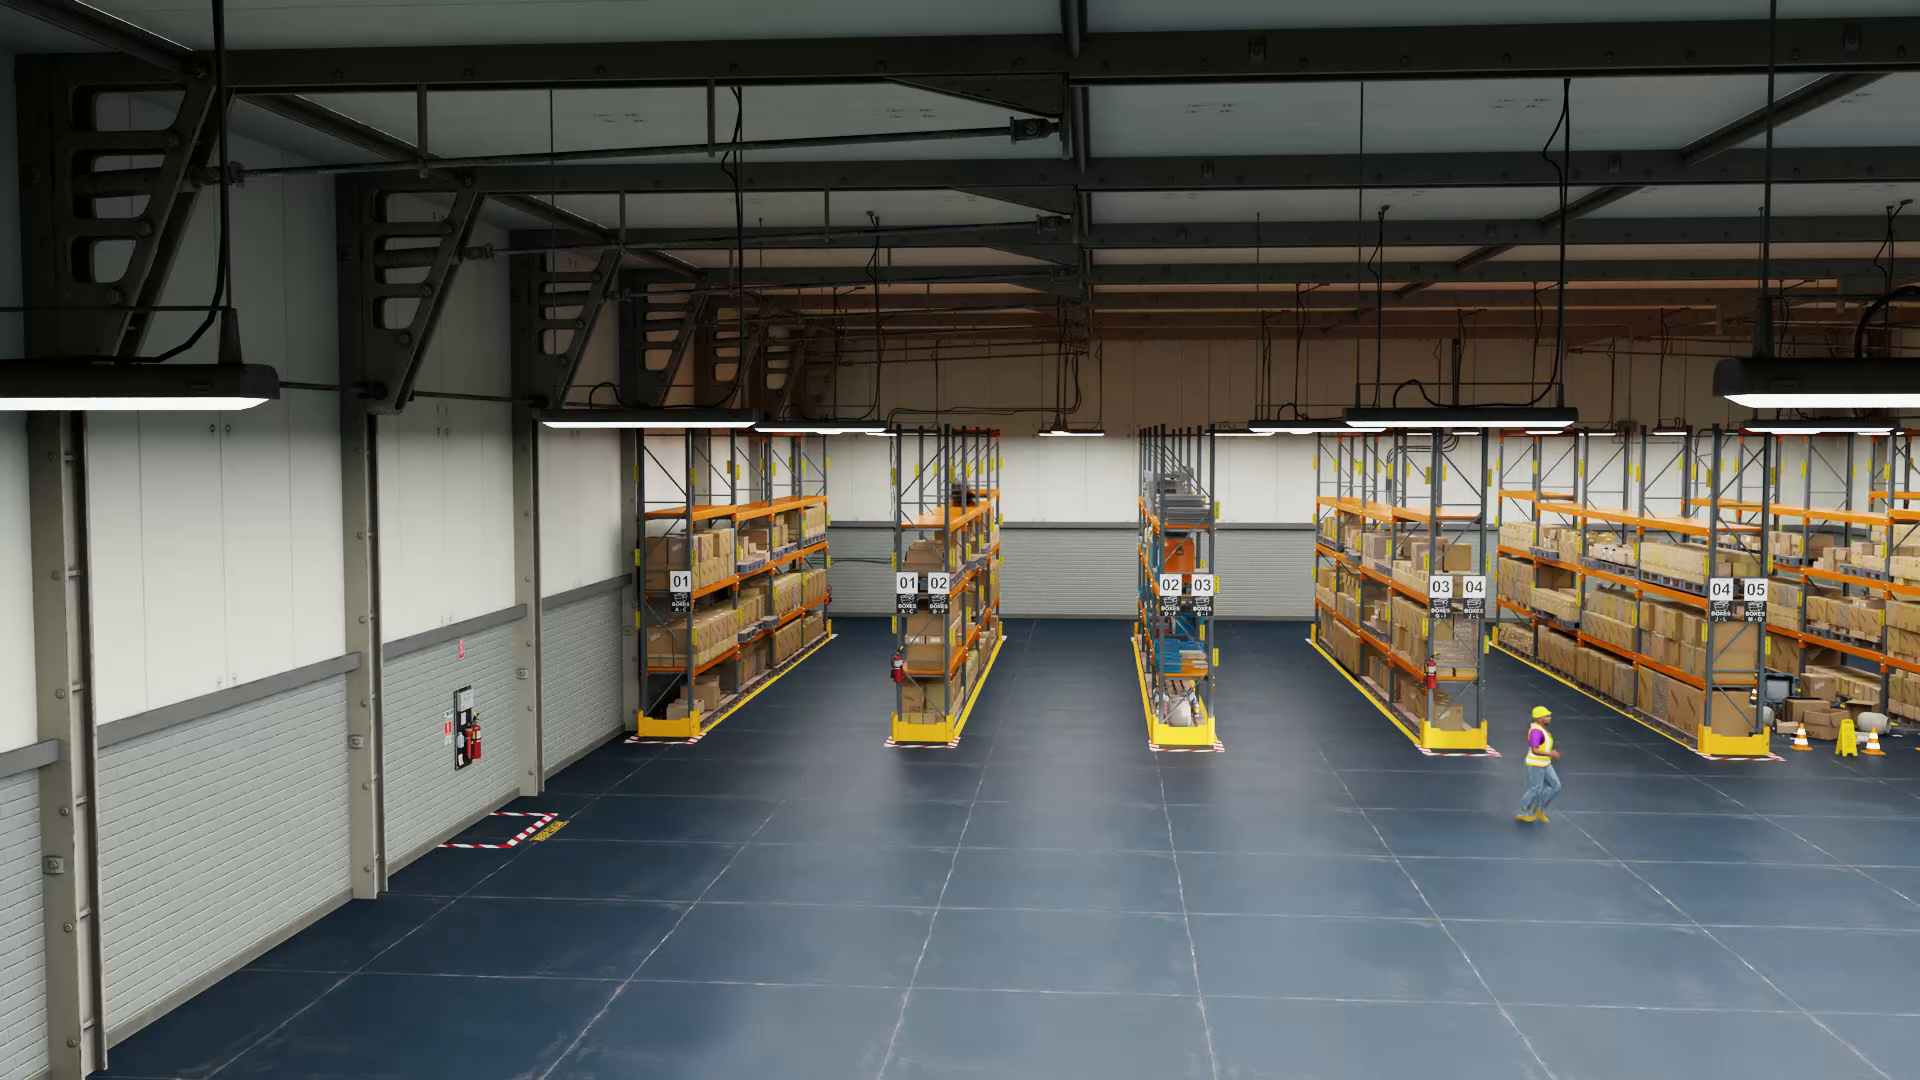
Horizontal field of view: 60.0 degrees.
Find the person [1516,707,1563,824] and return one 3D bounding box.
[{"bbox_3d":[8.608,3.347,24.646,0.696,1.767,0.684,2,4,34],"label":"person"}]

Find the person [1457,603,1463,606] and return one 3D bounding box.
[{"bbox_3d":[14.285,2.016,47.370,0.687,1.704,0.798,0,3,0],"label":"person"}]

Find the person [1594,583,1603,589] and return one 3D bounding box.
[{"bbox_3d":[18.249,2.046,47.310,0.757,1.648,0.586,0,3,7],"label":"person"}]
